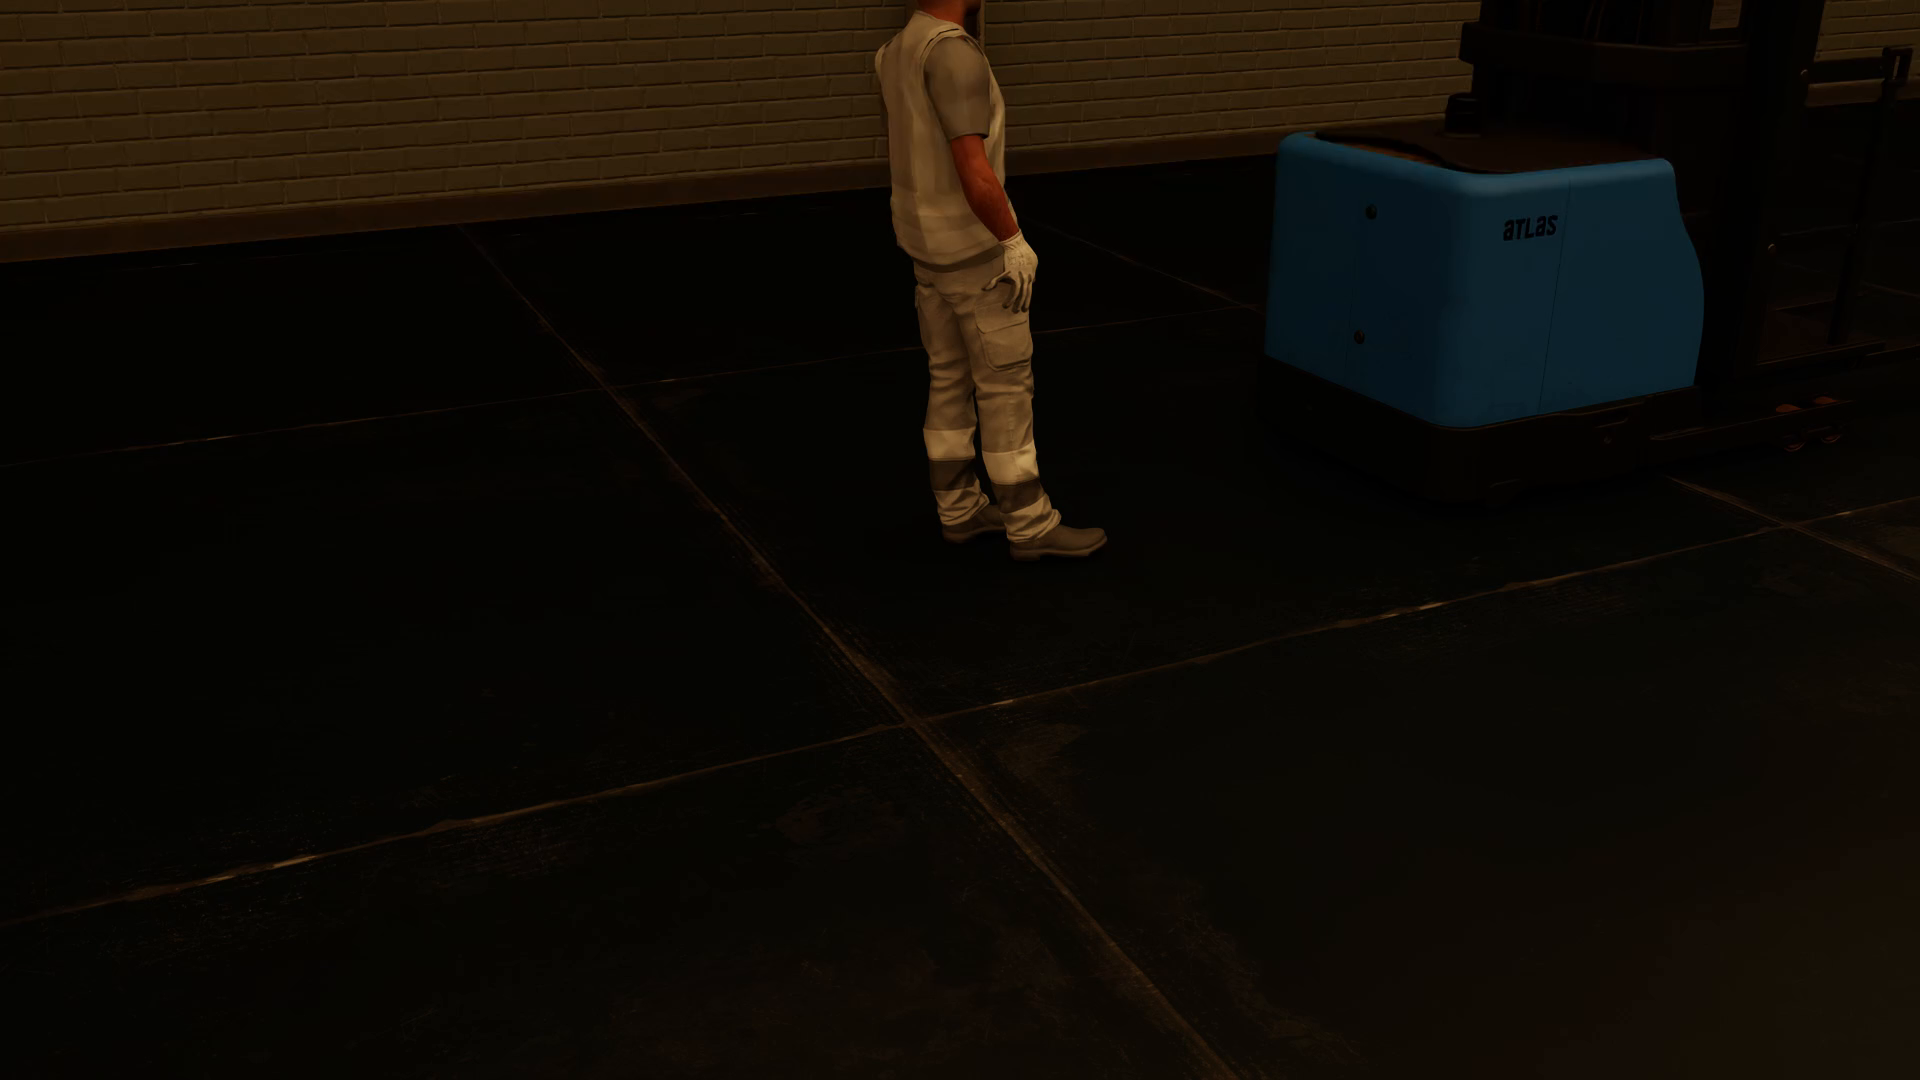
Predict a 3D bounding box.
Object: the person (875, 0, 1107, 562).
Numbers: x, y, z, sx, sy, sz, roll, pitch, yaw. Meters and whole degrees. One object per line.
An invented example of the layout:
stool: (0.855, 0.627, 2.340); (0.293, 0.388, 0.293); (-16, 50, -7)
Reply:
person: (0.078, -0.842, 4.784); (0.562, 1.789, 0.638); (-10, 25, -23)

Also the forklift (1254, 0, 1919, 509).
forklift: (2.611, -1.832, 5.696); (3.031, 2.935, 1.130); (-11, 25, -25)
